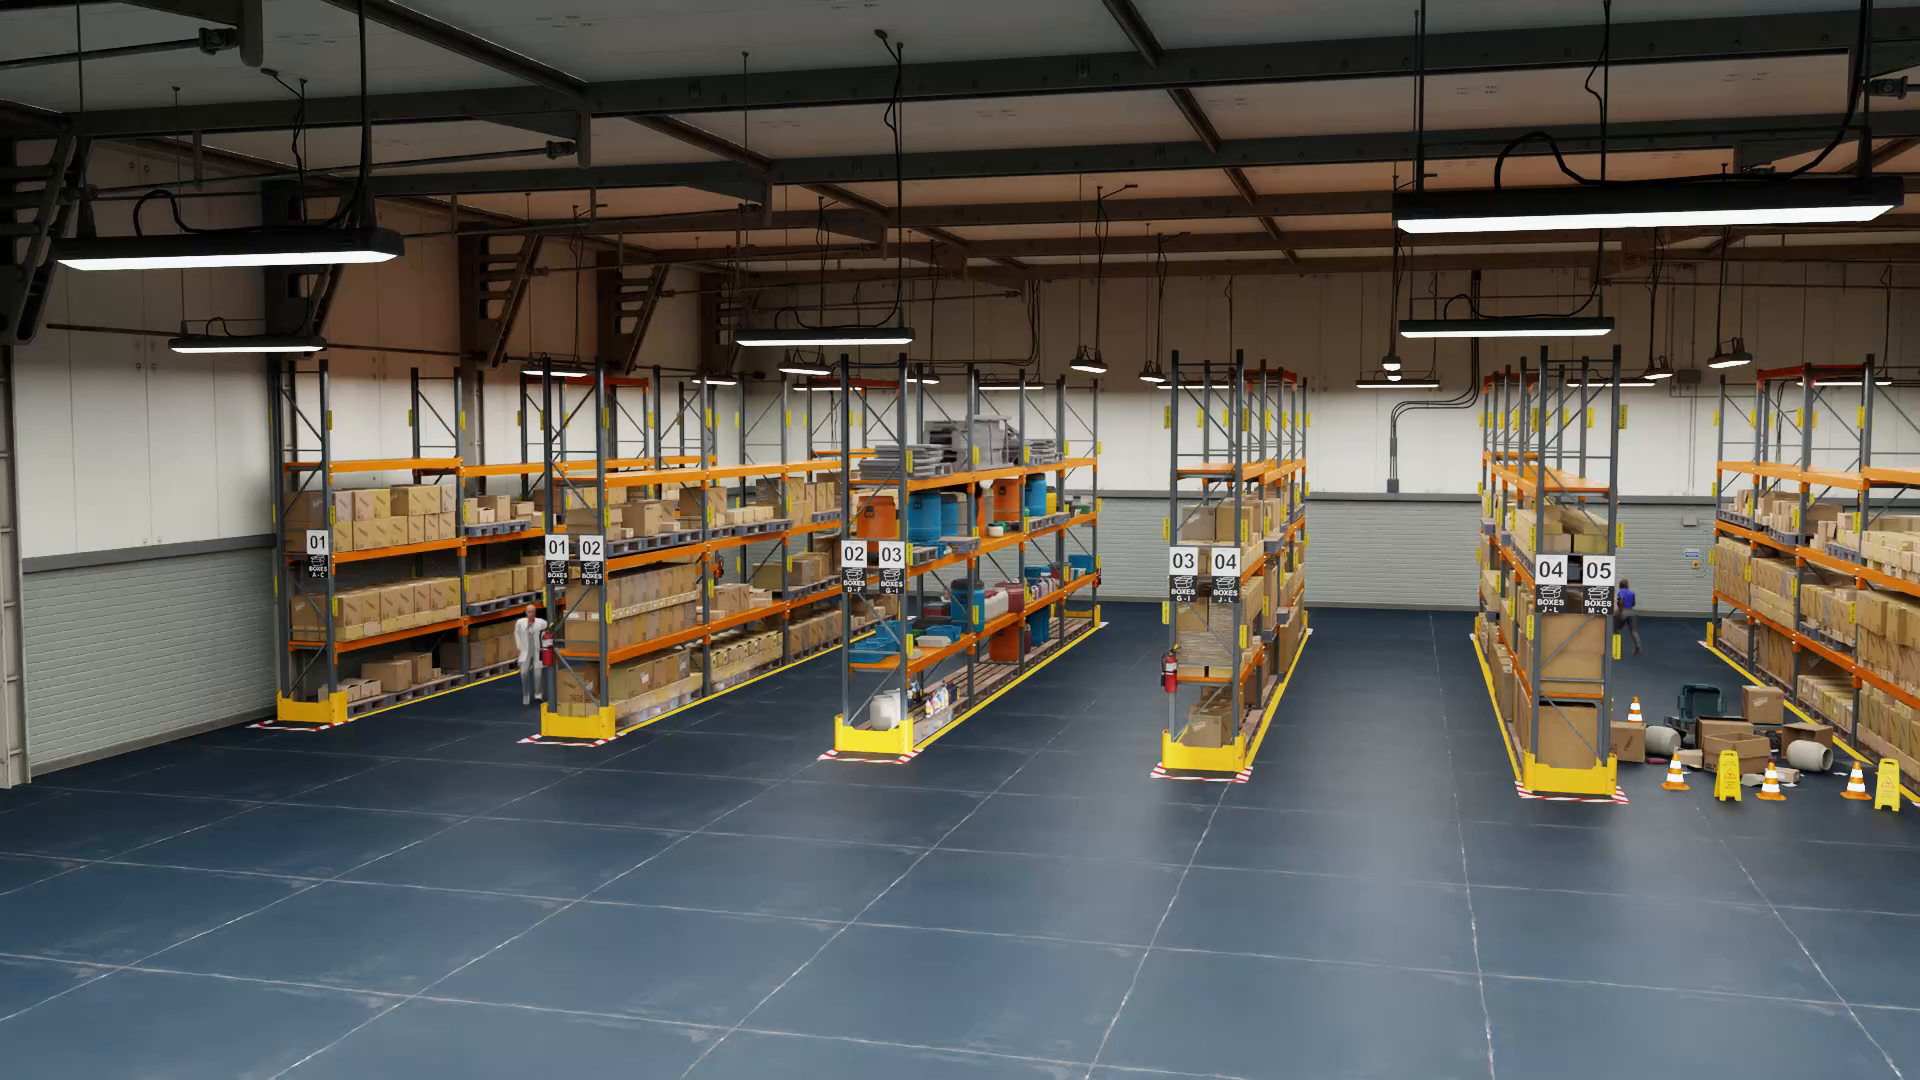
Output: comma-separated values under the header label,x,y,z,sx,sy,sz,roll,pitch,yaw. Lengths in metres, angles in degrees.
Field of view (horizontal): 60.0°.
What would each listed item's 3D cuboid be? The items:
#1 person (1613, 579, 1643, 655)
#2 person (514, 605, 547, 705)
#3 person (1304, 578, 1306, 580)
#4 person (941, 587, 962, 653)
label,x,y,z,sx,sy,sz,roll,pitch,yaw
person,14.176,1.655,35.345,0.574,1.632,0.956,-1,4,-10
person,-7.543,2.044,29.317,0.626,1.825,0.864,-1,4,-10
person,7.859,1.214,40.317,0.625,1.743,1.064,-4,6,-45
person,-0.118,1.699,35.148,0.620,1.478,1.004,2,5,28
